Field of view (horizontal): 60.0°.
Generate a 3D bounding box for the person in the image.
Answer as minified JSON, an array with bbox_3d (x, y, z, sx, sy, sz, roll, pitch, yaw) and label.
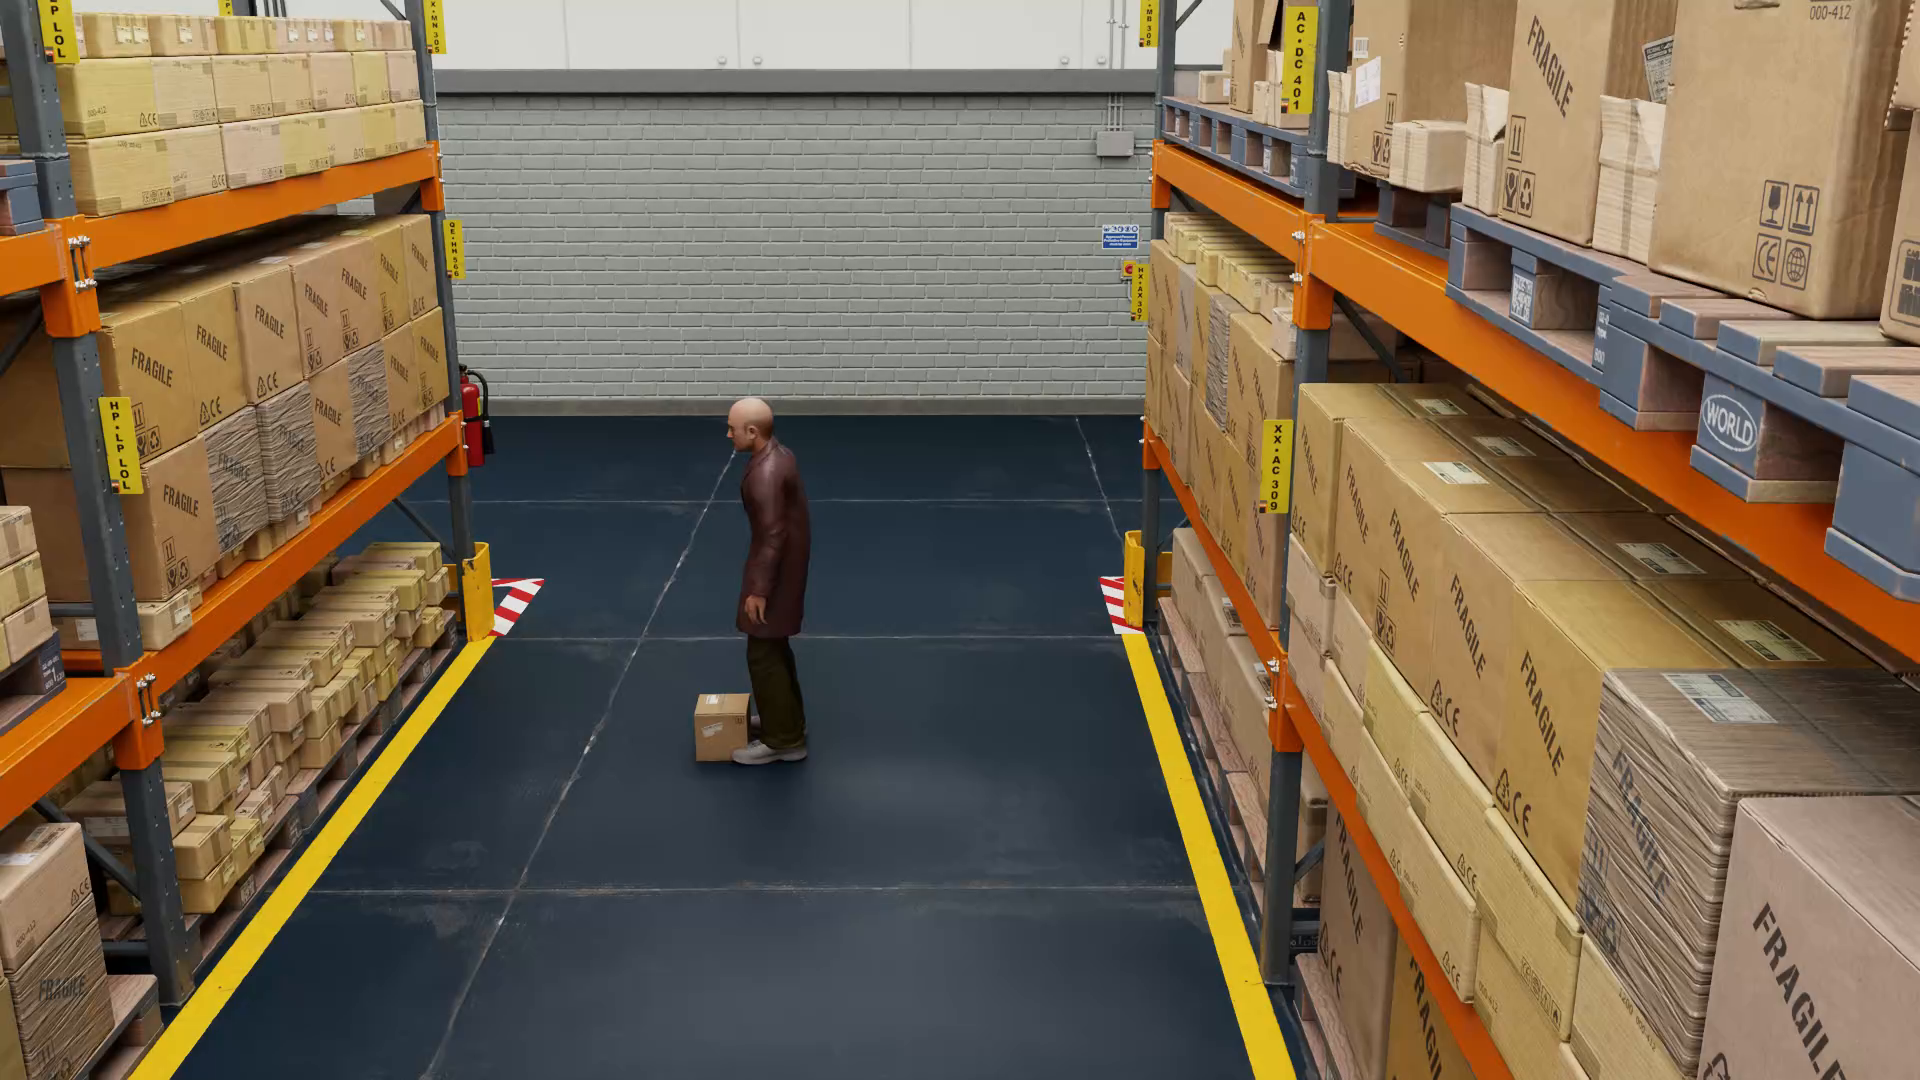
[{"bbox_3d":[-0.915,0.186,7.955,0.424,1.774,0.644,0,17,0],"label":"person"}]
